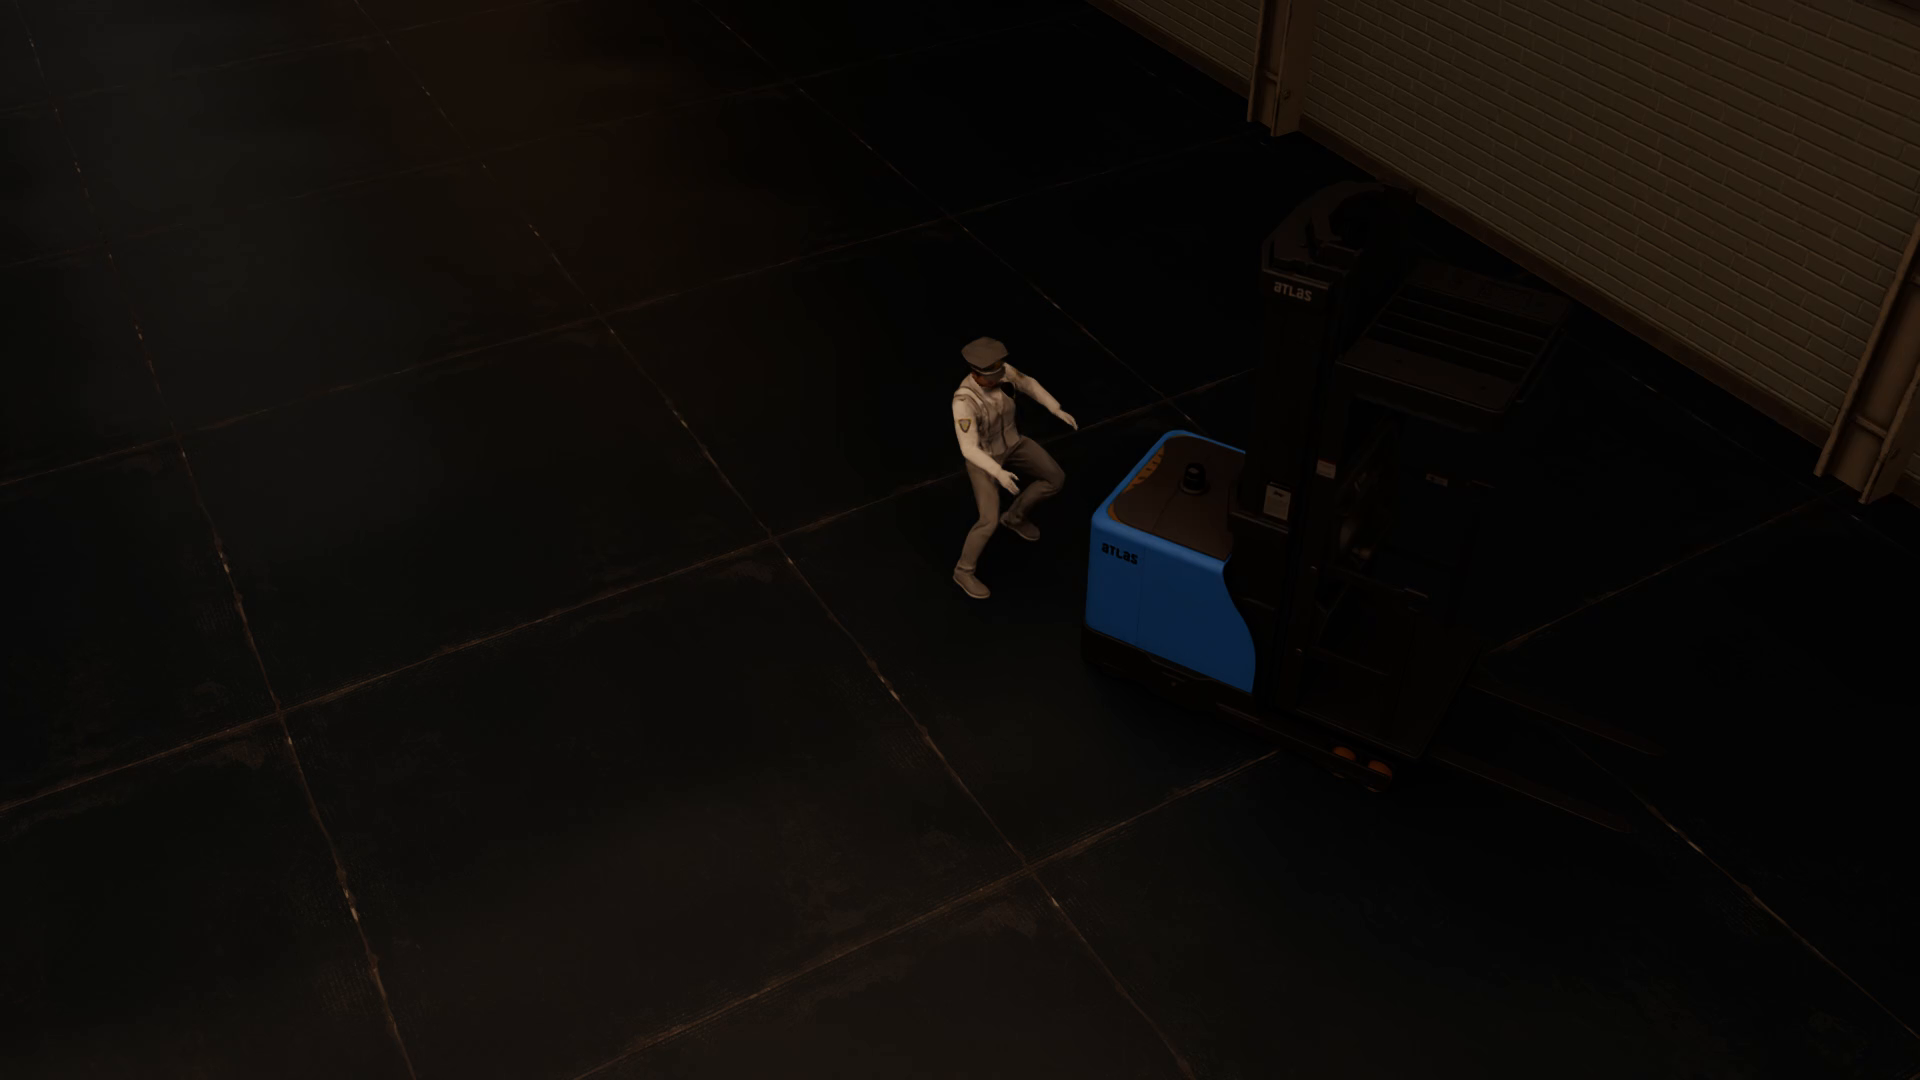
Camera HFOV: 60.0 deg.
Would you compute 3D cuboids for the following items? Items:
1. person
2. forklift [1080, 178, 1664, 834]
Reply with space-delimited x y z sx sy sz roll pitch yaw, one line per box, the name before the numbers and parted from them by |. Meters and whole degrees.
person | 0.284 -0.473 9.735 0.857 1.488 0.690 -32 49 -32
forklift | 2.207 -0.194 8.270 3.031 2.935 1.130 22 44 24
